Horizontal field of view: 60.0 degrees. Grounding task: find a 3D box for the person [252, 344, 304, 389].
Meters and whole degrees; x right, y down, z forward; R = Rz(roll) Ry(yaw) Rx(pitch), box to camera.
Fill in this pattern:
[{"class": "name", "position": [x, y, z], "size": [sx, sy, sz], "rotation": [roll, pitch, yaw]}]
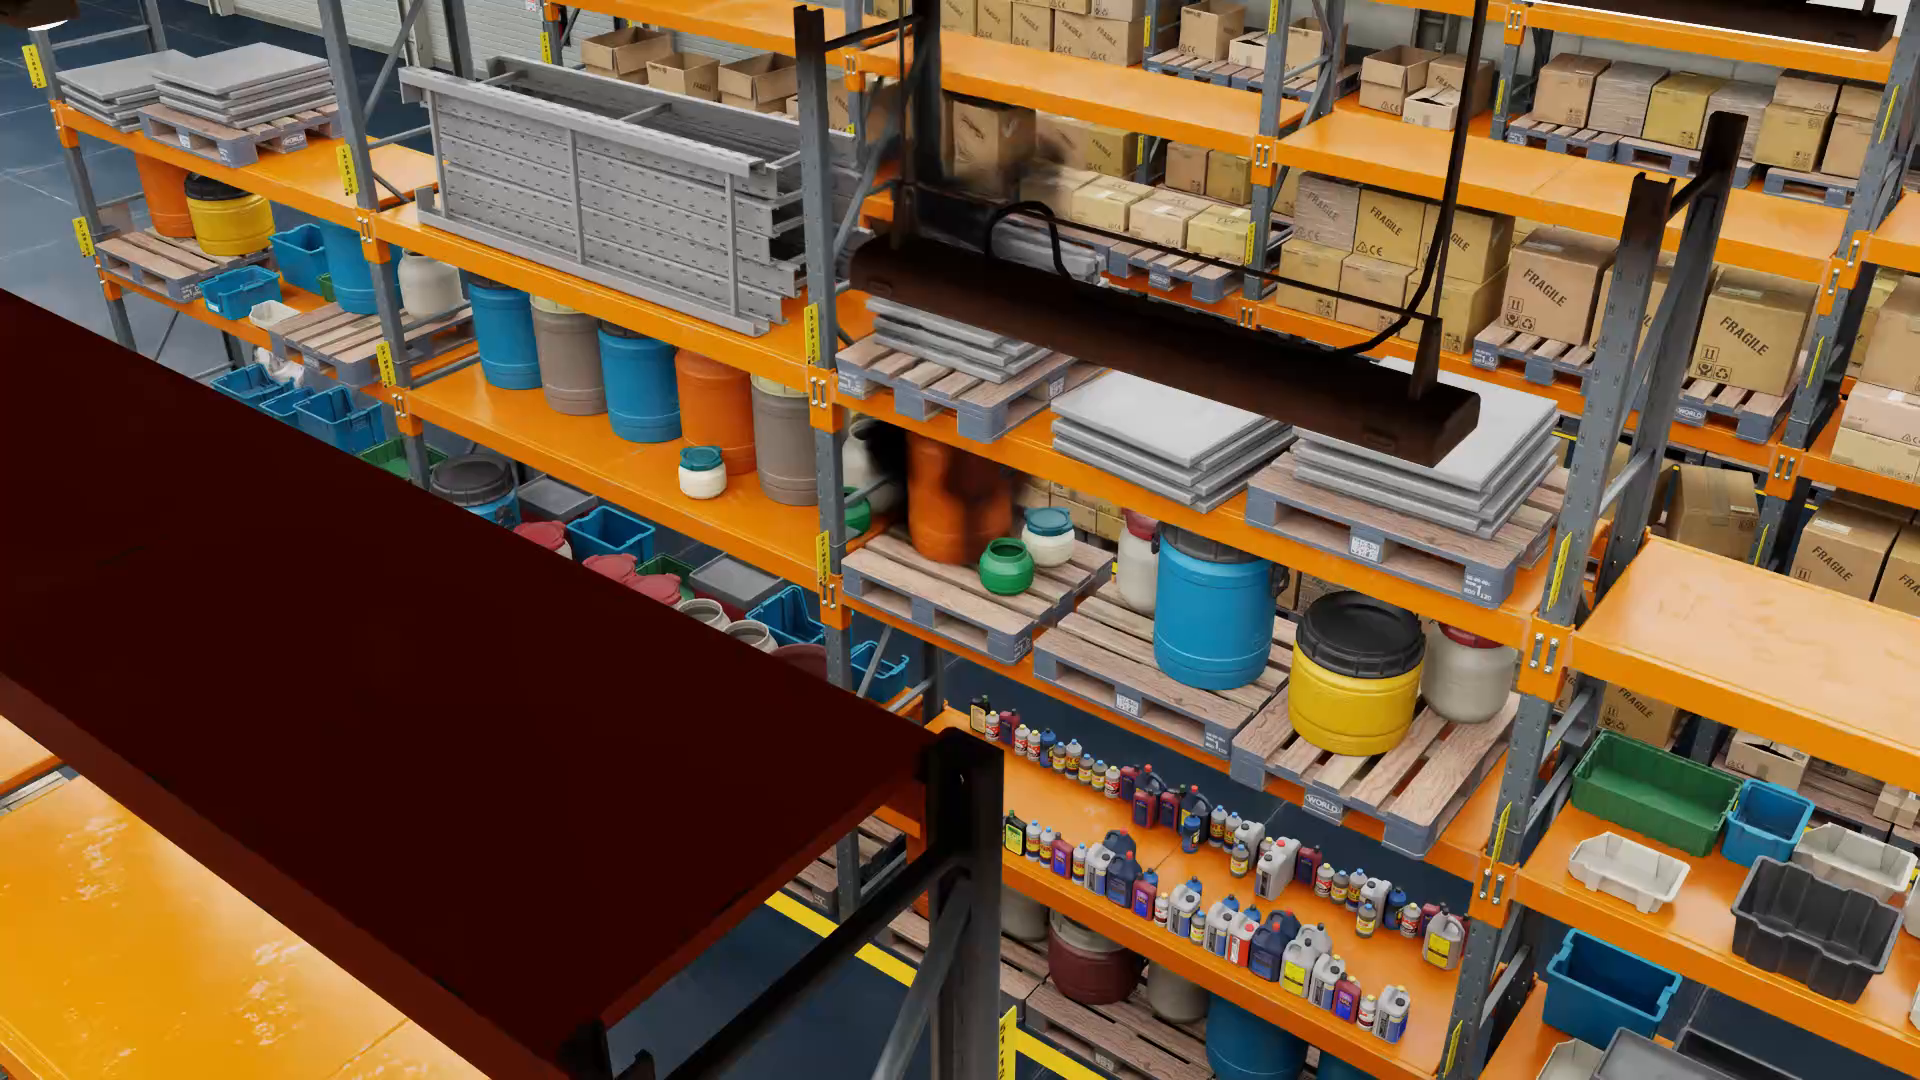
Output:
[{"class": "person", "position": [-6.522, -1.492, 16.141], "size": [0.824, 1.723, 0.633], "rotation": [5, 32, 9]}]
